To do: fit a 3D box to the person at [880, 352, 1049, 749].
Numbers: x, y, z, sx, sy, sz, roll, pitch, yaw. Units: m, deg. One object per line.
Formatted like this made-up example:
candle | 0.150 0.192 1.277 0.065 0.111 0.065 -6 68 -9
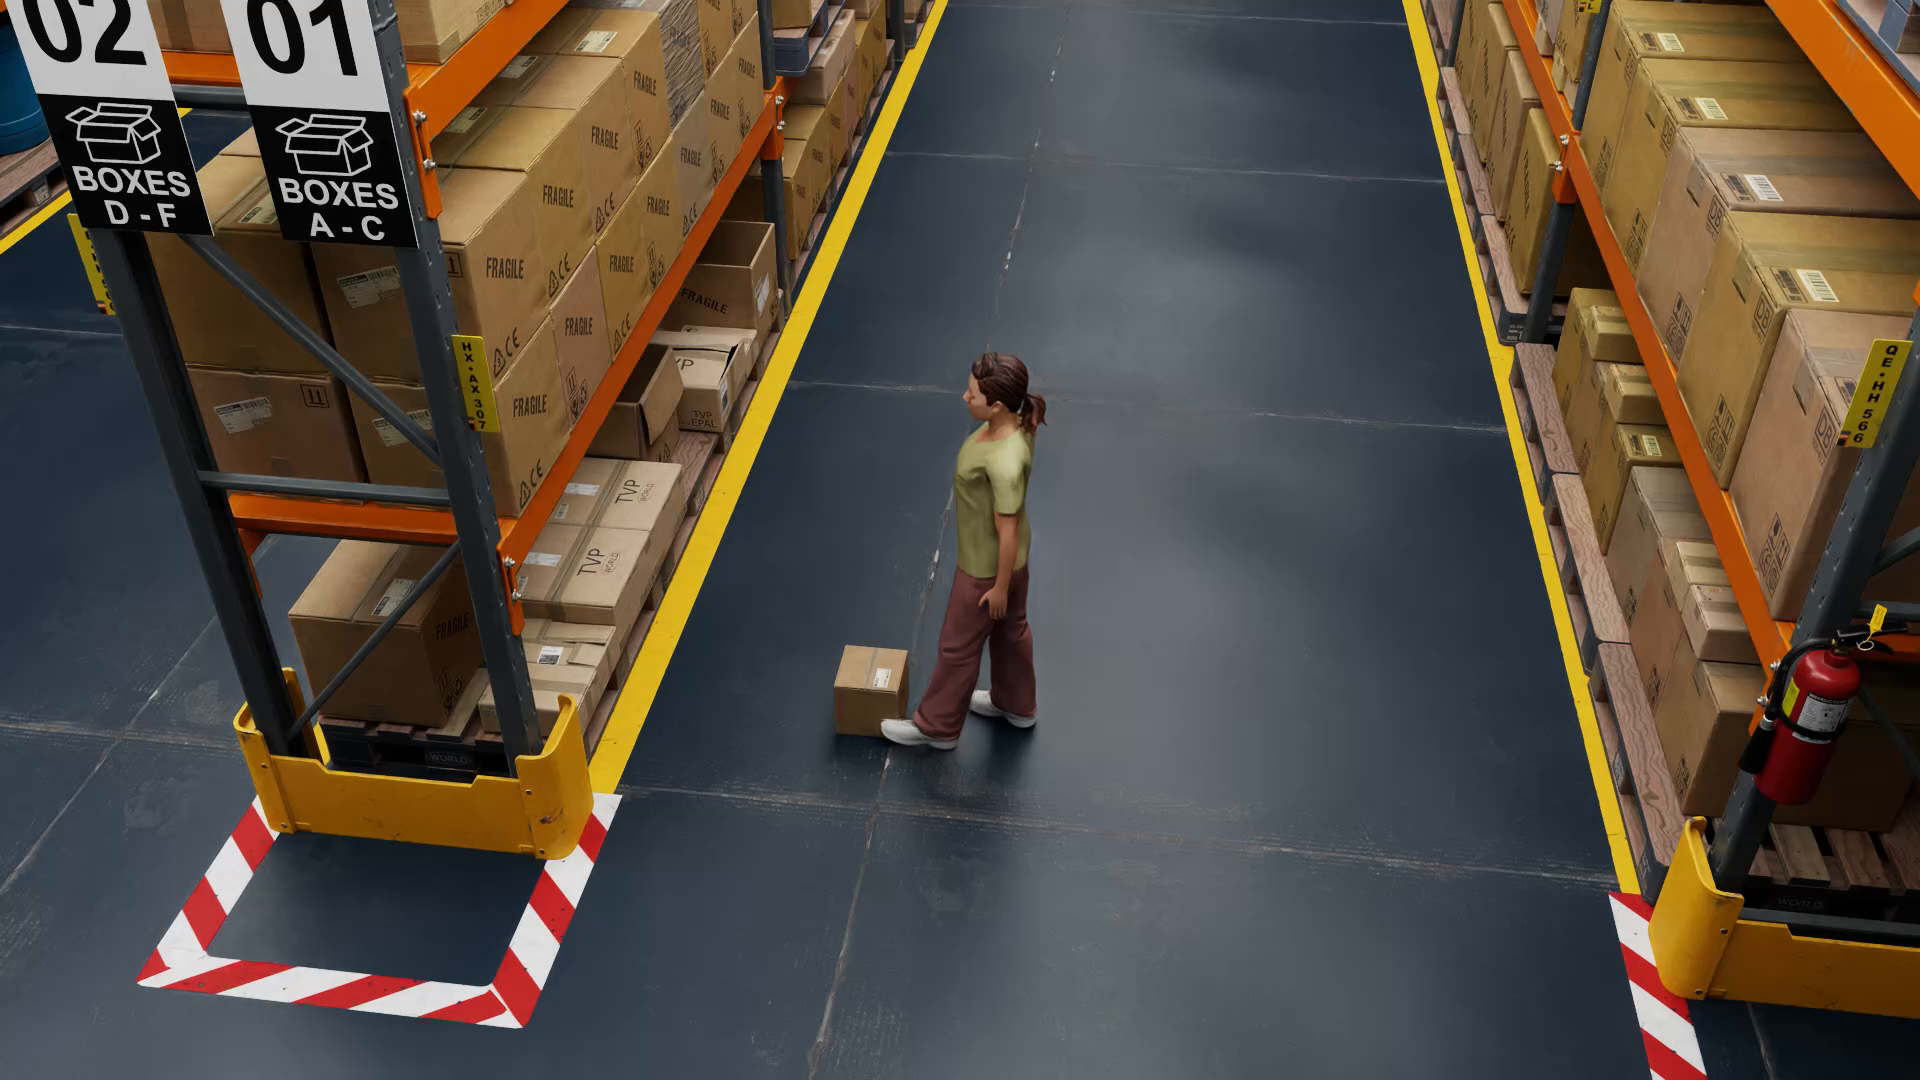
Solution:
person | 0.003 0.053 6.067 0.594 1.670 0.476 4 36 6
